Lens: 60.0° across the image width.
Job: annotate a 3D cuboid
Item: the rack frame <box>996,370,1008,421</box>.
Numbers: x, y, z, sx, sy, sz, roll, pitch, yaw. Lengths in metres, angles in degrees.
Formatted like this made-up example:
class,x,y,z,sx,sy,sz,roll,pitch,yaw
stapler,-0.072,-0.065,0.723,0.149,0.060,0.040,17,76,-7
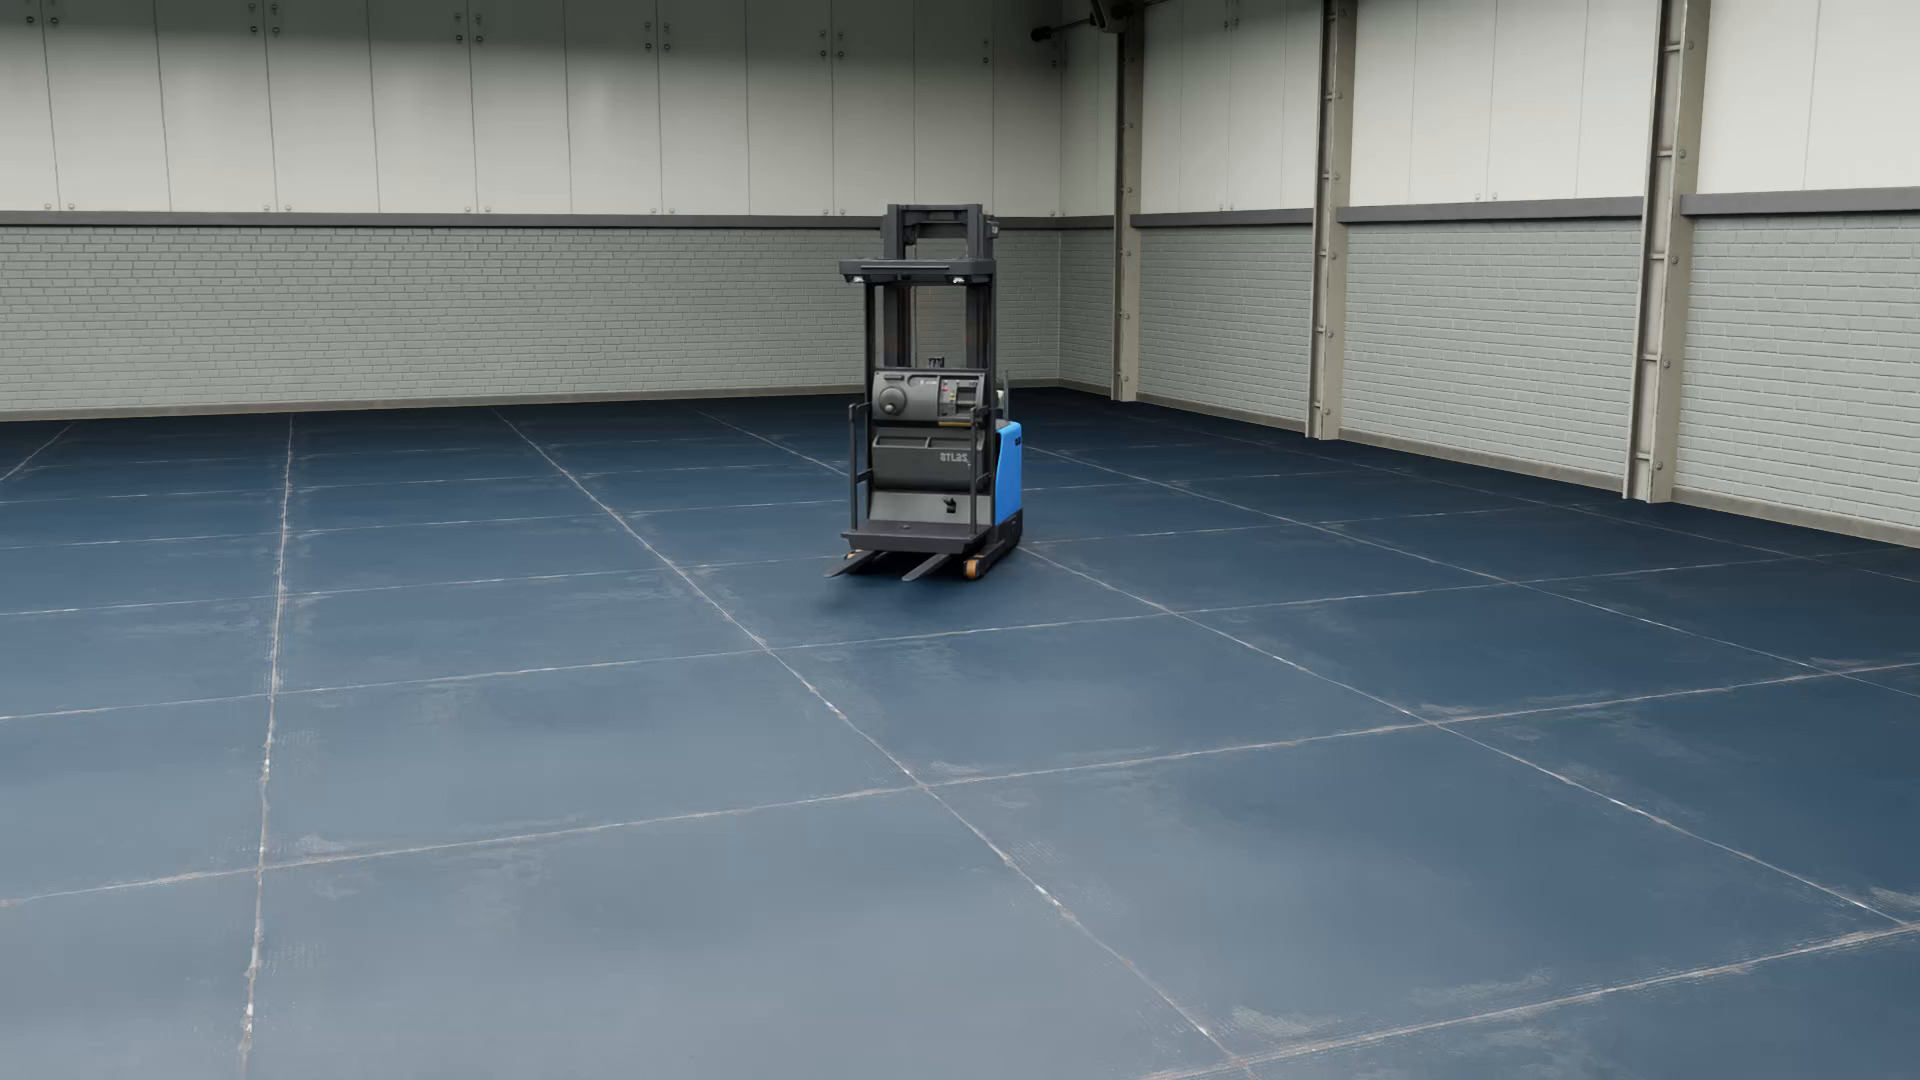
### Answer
class,x,y,z,sx,sy,sz,roll,pitch,yaw
rack frame,0.255,-0.780,15.022,0.400,1.500,0.023,-5,11,-28

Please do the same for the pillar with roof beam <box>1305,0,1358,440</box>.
class,x,y,z,sx,sy,sz,roll,pitch,yaw
pillar with roof beam,0.956,-5.555,20.454,9.100,9.000,0.400,-4,11,-21

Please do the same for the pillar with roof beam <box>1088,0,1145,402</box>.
class,x,y,z,sx,sy,sz,roll,pitch,yaw
pillar with roof beam,-1.218,-6.534,25.960,9.100,9.000,0.548,-4,11,-21

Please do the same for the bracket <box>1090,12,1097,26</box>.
class,x,y,z,sx,sy,sz,roll,pitch,yaw
bracket,2.313,-8.625,27.435,0.235,0.232,0.430,-4,11,-21

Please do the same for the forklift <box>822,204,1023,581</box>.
class,x,y,z,sx,sy,sz,roll,pitch,yaw
forklift,-0.306,-1.203,13.313,1.130,2.935,3.031,3,10,14

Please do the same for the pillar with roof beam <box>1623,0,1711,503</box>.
class,x,y,z,sx,sy,sz,roll,pitch,yaw
pillar with roof beam,3.130,-4.576,14.948,9.100,9.000,0.400,-4,11,-21

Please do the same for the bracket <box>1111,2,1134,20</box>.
class,x,y,z,sx,sy,sz,roll,pitch,yaw
bracket,2.614,-8.489,26.673,0.235,0.232,0.430,-4,11,-21

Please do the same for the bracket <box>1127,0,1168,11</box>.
class,x,y,z,sx,sy,sz,roll,pitch,yaw
bracket,3.547,-8.069,24.309,0.076,0.066,4.783,-4,11,-21

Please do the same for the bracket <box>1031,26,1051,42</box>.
class,x,y,z,sx,sy,sz,roll,pitch,yaw
bracket,1.454,-9.012,29.610,0.235,0.232,0.430,-4,11,-21

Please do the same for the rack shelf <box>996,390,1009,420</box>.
class,x,y,z,sx,sy,sz,roll,pitch,yaw
rack shelf,0.081,-1.220,15.270,0.431,0.370,0.720,-5,11,-28

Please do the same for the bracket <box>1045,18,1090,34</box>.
class,x,y,z,sx,sy,sz,roll,pitch,yaw
bracket,1.668,-8.915,29.068,0.076,0.066,3.189,-4,11,-21

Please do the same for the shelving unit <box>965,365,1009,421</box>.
class,x,y,z,sx,sy,sz,roll,pitch,yaw
shelving unit,0.081,-0.836,15.339,0.431,1.500,0.755,-5,11,-28
